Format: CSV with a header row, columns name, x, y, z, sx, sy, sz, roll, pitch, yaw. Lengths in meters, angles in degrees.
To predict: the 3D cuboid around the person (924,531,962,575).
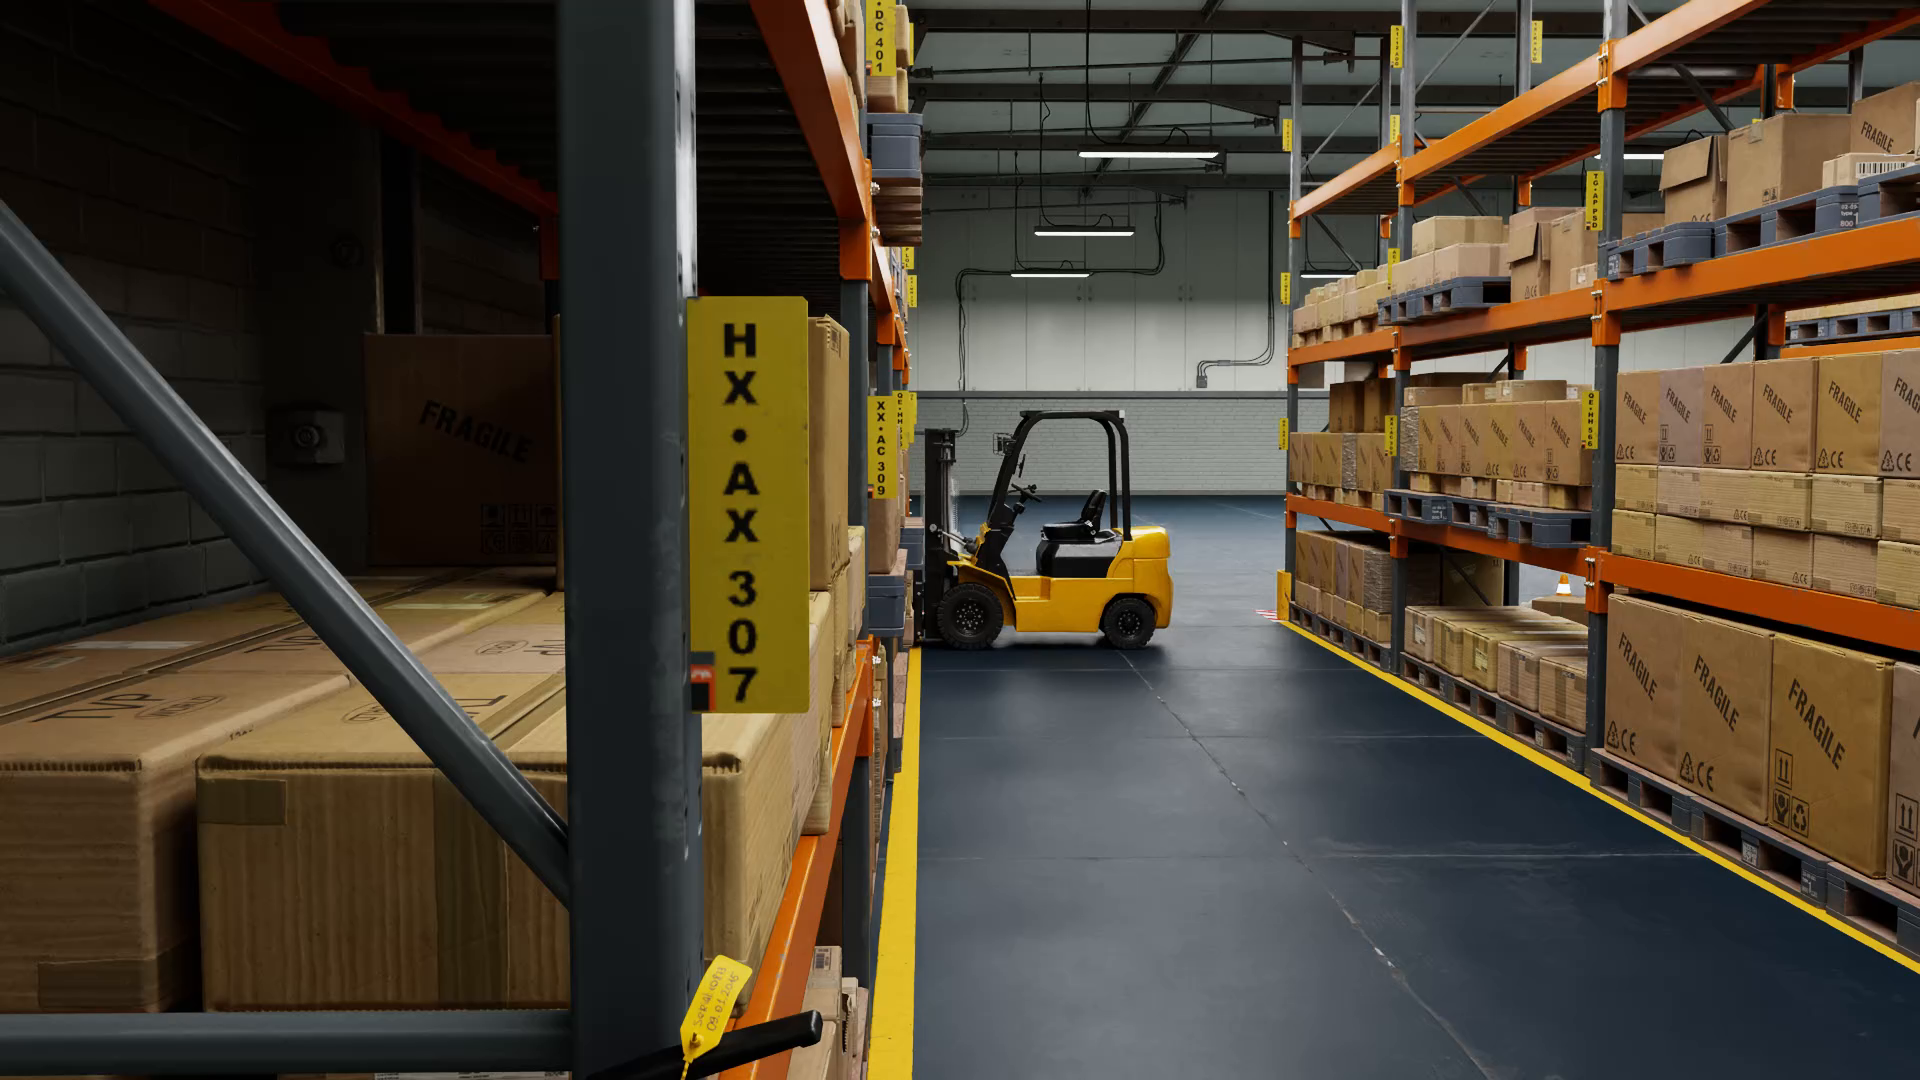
name,x,y,z,sx,sy,sz,roll,pitch,yaw
person,-0.201,0.278,19.863,0.467,0.813,0.903,0,4,-3
